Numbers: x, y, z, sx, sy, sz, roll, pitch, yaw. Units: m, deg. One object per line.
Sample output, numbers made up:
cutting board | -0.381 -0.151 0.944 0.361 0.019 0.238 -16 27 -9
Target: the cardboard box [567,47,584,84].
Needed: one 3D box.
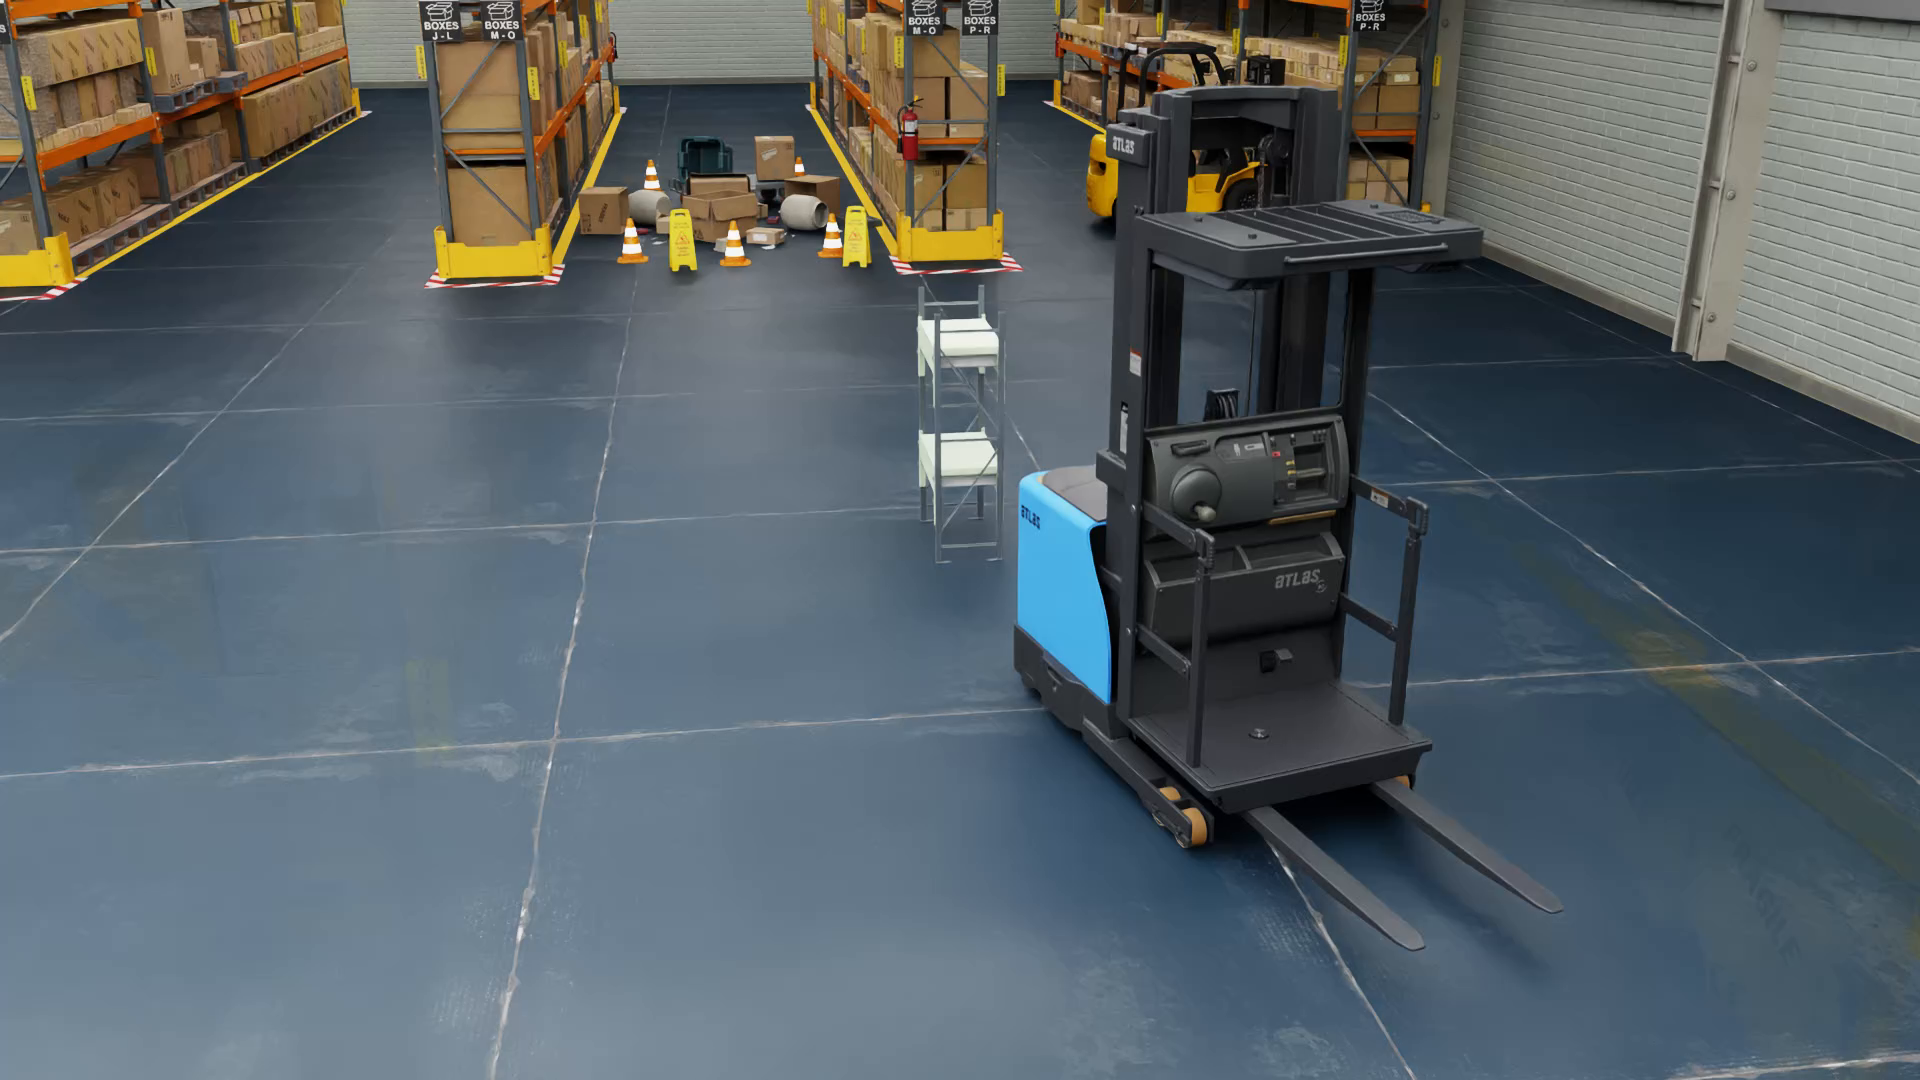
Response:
cardboard box | -5.807 -6.951 24.397 0.500 0.500 0.500 -3 21 -8

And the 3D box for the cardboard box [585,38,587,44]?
cardboard box | -6.346 -8.250 27.353 0.380 0.149 0.250 -4 21 -10

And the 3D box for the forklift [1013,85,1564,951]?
forklift | 1.299 -0.275 6.763 1.130 2.935 3.031 -8 22 -21

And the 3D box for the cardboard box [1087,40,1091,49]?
cardboard box | 2.588 -9.305 31.201 0.380 0.149 0.250 -3 21 -9

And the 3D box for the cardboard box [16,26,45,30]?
cardboard box | -10.443 -5.414 18.427 0.500 0.500 0.500 -3 21 -8

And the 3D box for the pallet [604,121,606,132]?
pallet | -6.847 -7.356 29.610 1.003 0.211 1.213 -3 21 -8

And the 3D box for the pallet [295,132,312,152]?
pallet | -11.452 -6.647 27.711 1.003 0.211 1.213 -3 21 -8

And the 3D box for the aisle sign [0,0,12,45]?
aisle sign | -9.602 -5.273 16.332 0.394 0.787 0.004 -3 21 -8

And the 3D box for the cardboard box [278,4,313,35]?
cardboard box | -11.517 -8.986 28.707 0.500 0.500 0.500 -3 21 -8

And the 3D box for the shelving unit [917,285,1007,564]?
shelving unit | 0.001 -0.700 9.948 0.431 1.500 0.755 -3 21 -8

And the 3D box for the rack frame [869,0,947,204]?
rack frame | -0.678 -5.946 21.850 1.000 3.000 0.127 -3 21 -8

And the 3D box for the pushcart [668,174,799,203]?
pushcart | -2.927 -4.586 21.954 1.648 0.377 0.936 -11 23 -26

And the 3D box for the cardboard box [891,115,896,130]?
cardboard box | -0.596 -4.822 19.199 0.380 0.149 0.250 -3 21 -7

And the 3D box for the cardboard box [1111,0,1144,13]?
cardboard box | 3.129 -9.917 31.199 0.500 0.500 0.500 -3 21 -9

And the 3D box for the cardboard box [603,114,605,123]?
cardboard box | -6.449 -7.435 29.310 0.380 0.149 0.250 -4 21 -10

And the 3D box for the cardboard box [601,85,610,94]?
cardboard box | -6.753 -8.430 31.123 0.380 0.149 0.250 -2 21 -6

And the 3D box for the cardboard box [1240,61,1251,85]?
cardboard box | 4.039 -6.078 22.060 0.500 0.500 0.500 -3 21 -9

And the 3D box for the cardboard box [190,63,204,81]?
cardboard box | -10.553 -6.401 22.660 0.396 0.266 0.258 -4 21 -9

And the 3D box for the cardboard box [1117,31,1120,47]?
cardboard box | 2.901 -8.601 28.550 0.396 0.266 0.258 -2 21 -5

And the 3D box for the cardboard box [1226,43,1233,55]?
cardboard box | 3.926 -6.832 23.150 0.380 0.149 0.250 -3 21 -8

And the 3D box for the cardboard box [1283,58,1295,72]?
cardboard box | 4.222 -5.889 20.626 0.380 0.149 0.250 -3 21 -9

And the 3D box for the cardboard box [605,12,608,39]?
cardboard box | -6.903 -9.681 31.282 0.500 0.500 0.500 -3 21 -9

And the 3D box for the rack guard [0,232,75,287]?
rack guard | -9.919 -2.917 17.311 1.175 0.500 0.348 -3 21 -8

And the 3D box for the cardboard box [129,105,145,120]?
cardboard box | -10.136 -5.182 20.163 0.380 0.149 0.250 -3 21 -8

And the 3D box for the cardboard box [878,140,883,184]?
cardboard box | -0.771 -4.804 21.048 0.500 0.500 0.500 -2 21 -6

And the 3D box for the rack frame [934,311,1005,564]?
rack frame | 0.054 -0.574 9.608 0.400 1.500 0.023 -3 21 -8

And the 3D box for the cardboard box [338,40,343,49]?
cardboard box | -11.798 -9.287 31.153 0.380 0.149 0.250 -3 21 -7

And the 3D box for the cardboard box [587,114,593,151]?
cardboard box | -5.988 -6.330 25.850 0.500 0.500 0.500 -4 21 -10

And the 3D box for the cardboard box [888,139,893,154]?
cardboard box | -0.663 -4.692 19.821 0.380 0.149 0.250 -2 21 -5

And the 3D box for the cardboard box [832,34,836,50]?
cardboard box | -1.822 -8.183 27.339 0.500 0.250 0.500 -4 21 -9

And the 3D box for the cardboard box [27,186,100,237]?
cardboard box | -10.173 -3.727 18.881 0.500 0.500 0.500 -1 21 -3

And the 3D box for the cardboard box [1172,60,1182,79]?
cardboard box | 3.547 -7.172 25.347 0.500 0.250 0.500 -3 21 -9

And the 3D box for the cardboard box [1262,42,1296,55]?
cardboard box | 4.094 -6.295 21.287 0.380 0.149 0.250 -2 21 -7

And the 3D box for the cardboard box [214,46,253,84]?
cardboard box | -10.862 -7.060 24.690 0.500 0.500 0.500 -2 21 -6

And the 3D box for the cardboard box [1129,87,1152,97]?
cardboard box | 3.119 -7.711 28.620 0.380 0.149 0.250 -2 21 -6

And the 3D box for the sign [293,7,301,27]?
sign | -11.102 -8.752 27.821 0.100 0.325 0.005 -3 21 -8

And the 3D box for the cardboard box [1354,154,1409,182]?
cardboard box | 4.928 -4.366 19.519 0.500 0.250 0.500 -3 21 -9

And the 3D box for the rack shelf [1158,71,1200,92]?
rack shelf | 3.945 -6.553 24.504 1.077 0.370 4.000 -3 21 -8

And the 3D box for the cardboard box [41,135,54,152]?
cardboard box | -9.730 -4.142 17.378 0.380 0.149 0.250 -3 21 -8

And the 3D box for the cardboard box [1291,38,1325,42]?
cardboard box | 4.574 -6.504 21.847 0.380 0.149 0.250 -3 21 -9

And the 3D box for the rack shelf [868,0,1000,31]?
rack shelf | -0.389 -6.322 19.597 1.077 0.370 4.000 -3 21 -8

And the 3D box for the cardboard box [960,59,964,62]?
cardboard box | -0.207 -5.634 20.445 0.500 0.500 0.500 -2 21 -6

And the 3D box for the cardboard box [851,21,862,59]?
cardboard box | -1.336 -7.367 24.484 0.500 0.500 0.500 -2 21 -5

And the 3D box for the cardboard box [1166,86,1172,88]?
cardboard box | 3.647 -7.739 28.694 0.380 0.149 0.250 -3 21 -7

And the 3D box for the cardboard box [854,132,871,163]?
cardboard box | -1.068 -5.846 24.736 0.950 0.372 0.625 -3 21 -9

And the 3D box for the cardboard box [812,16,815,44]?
cardboard box | -2.622 -9.967 32.473 0.500 0.500 0.500 -3 21 -8

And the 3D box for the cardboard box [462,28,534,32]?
cardboard box | -5.322 -5.547 19.022 0.875 0.550 0.500 -3 21 -8

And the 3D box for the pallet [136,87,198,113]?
pallet | -10.450 -5.629 21.273 1.003 0.211 1.213 -3 21 -8

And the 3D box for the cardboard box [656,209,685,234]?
cardboard box | -3.491 -3.879 20.221 0.396 0.266 0.258 1 20 2

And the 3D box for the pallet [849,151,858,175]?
pallet | -1.143 -5.754 25.321 1.003 0.211 1.213 -3 21 -8

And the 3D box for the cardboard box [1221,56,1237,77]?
cardboard box | 3.910 -6.519 22.883 0.500 0.250 0.500 -3 21 -9

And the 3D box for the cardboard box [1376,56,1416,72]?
cardboard box | 4.973 -5.430 18.973 0.380 0.149 0.250 -3 21 -9

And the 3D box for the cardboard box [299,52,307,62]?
cardboard box | -11.351 -8.218 28.291 0.380 0.149 0.250 -3 21 -8

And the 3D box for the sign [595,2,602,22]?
sign | -6.166 -9.003 28.380 0.100 0.325 0.005 -3 21 -8
